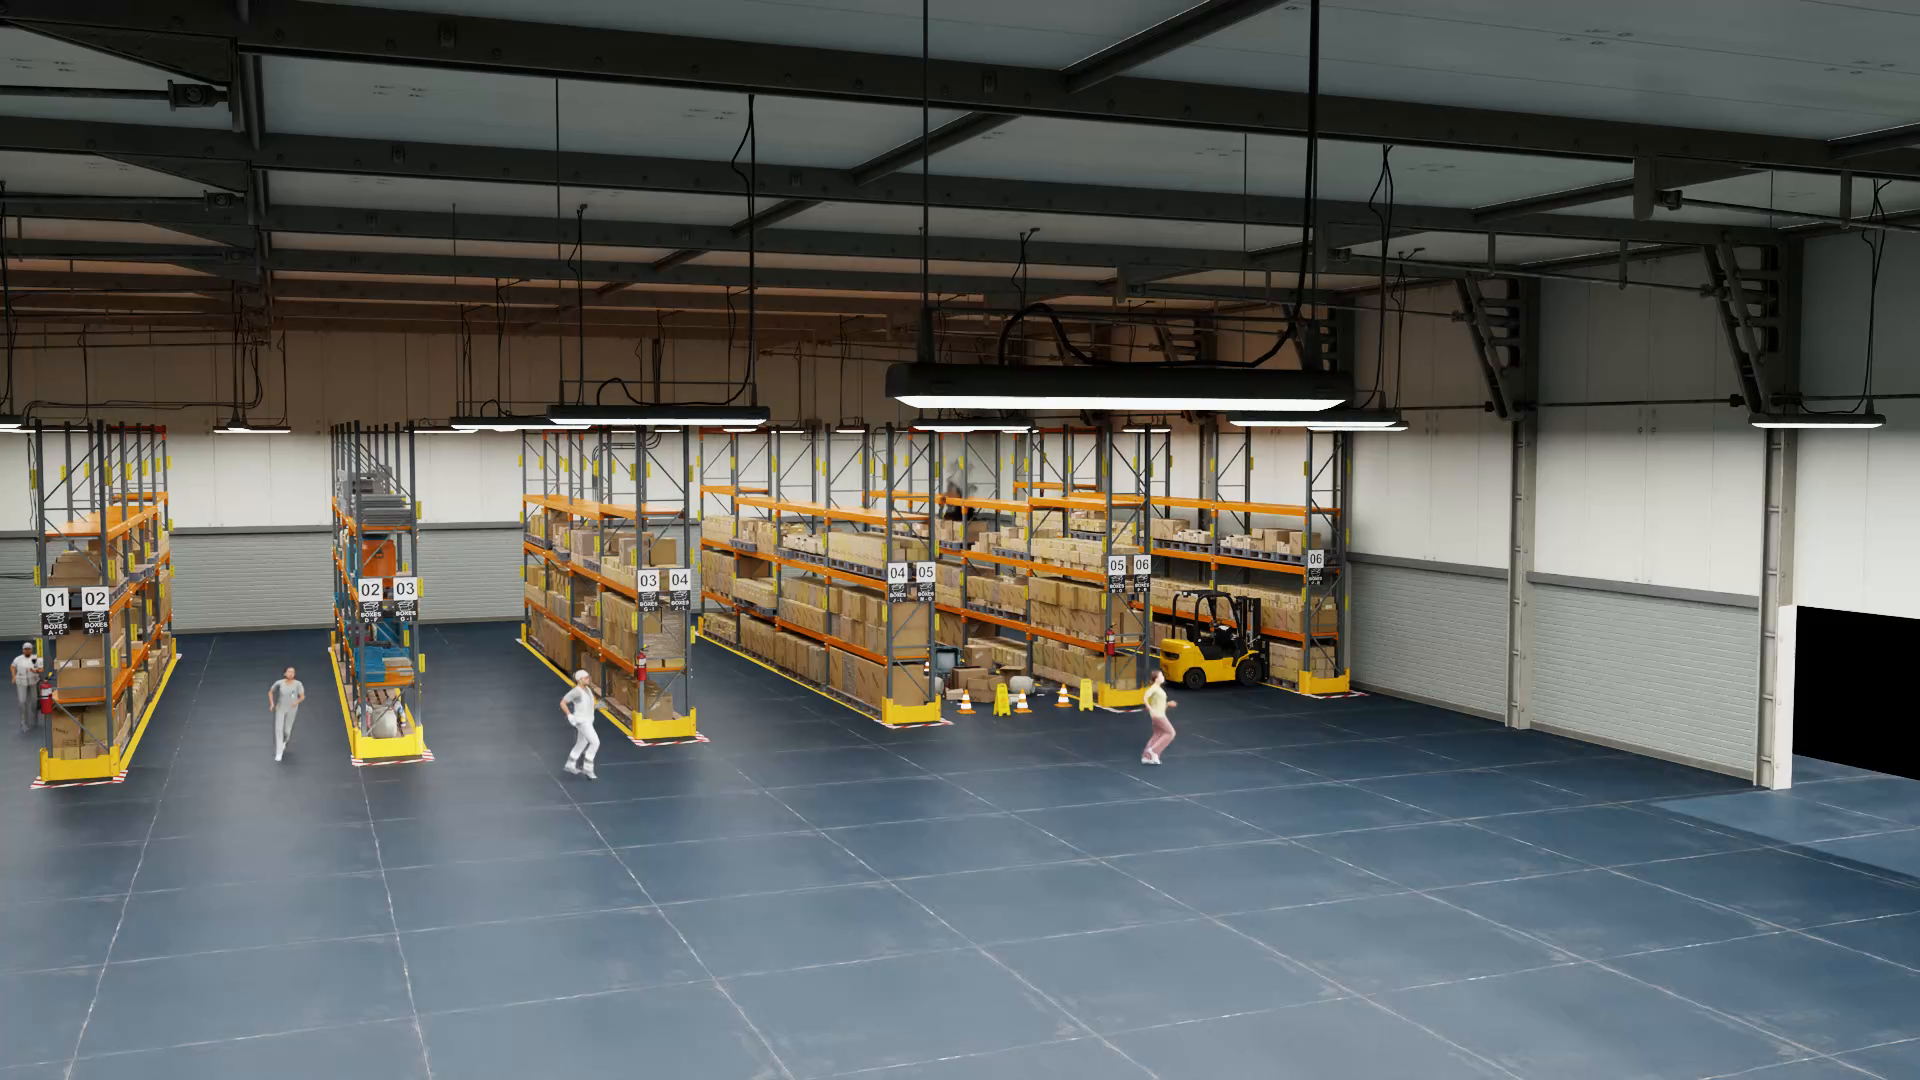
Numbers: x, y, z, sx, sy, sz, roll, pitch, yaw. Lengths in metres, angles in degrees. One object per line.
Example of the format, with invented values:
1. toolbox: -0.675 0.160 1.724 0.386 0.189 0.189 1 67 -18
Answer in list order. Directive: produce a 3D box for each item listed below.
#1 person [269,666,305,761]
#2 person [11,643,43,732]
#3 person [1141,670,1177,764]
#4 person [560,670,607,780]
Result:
1. person: -12.025 3.073 29.722 0.598 1.654 0.799 -1 4 -21
2. person: -18.208 2.841 32.510 0.597 1.678 0.919 -2 4 -29
3. person: 3.468 3.077 28.938 0.614 1.633 0.556 1 4 11
4. person: -6.281 3.090 27.816 0.752 1.836 0.647 0 4 8
